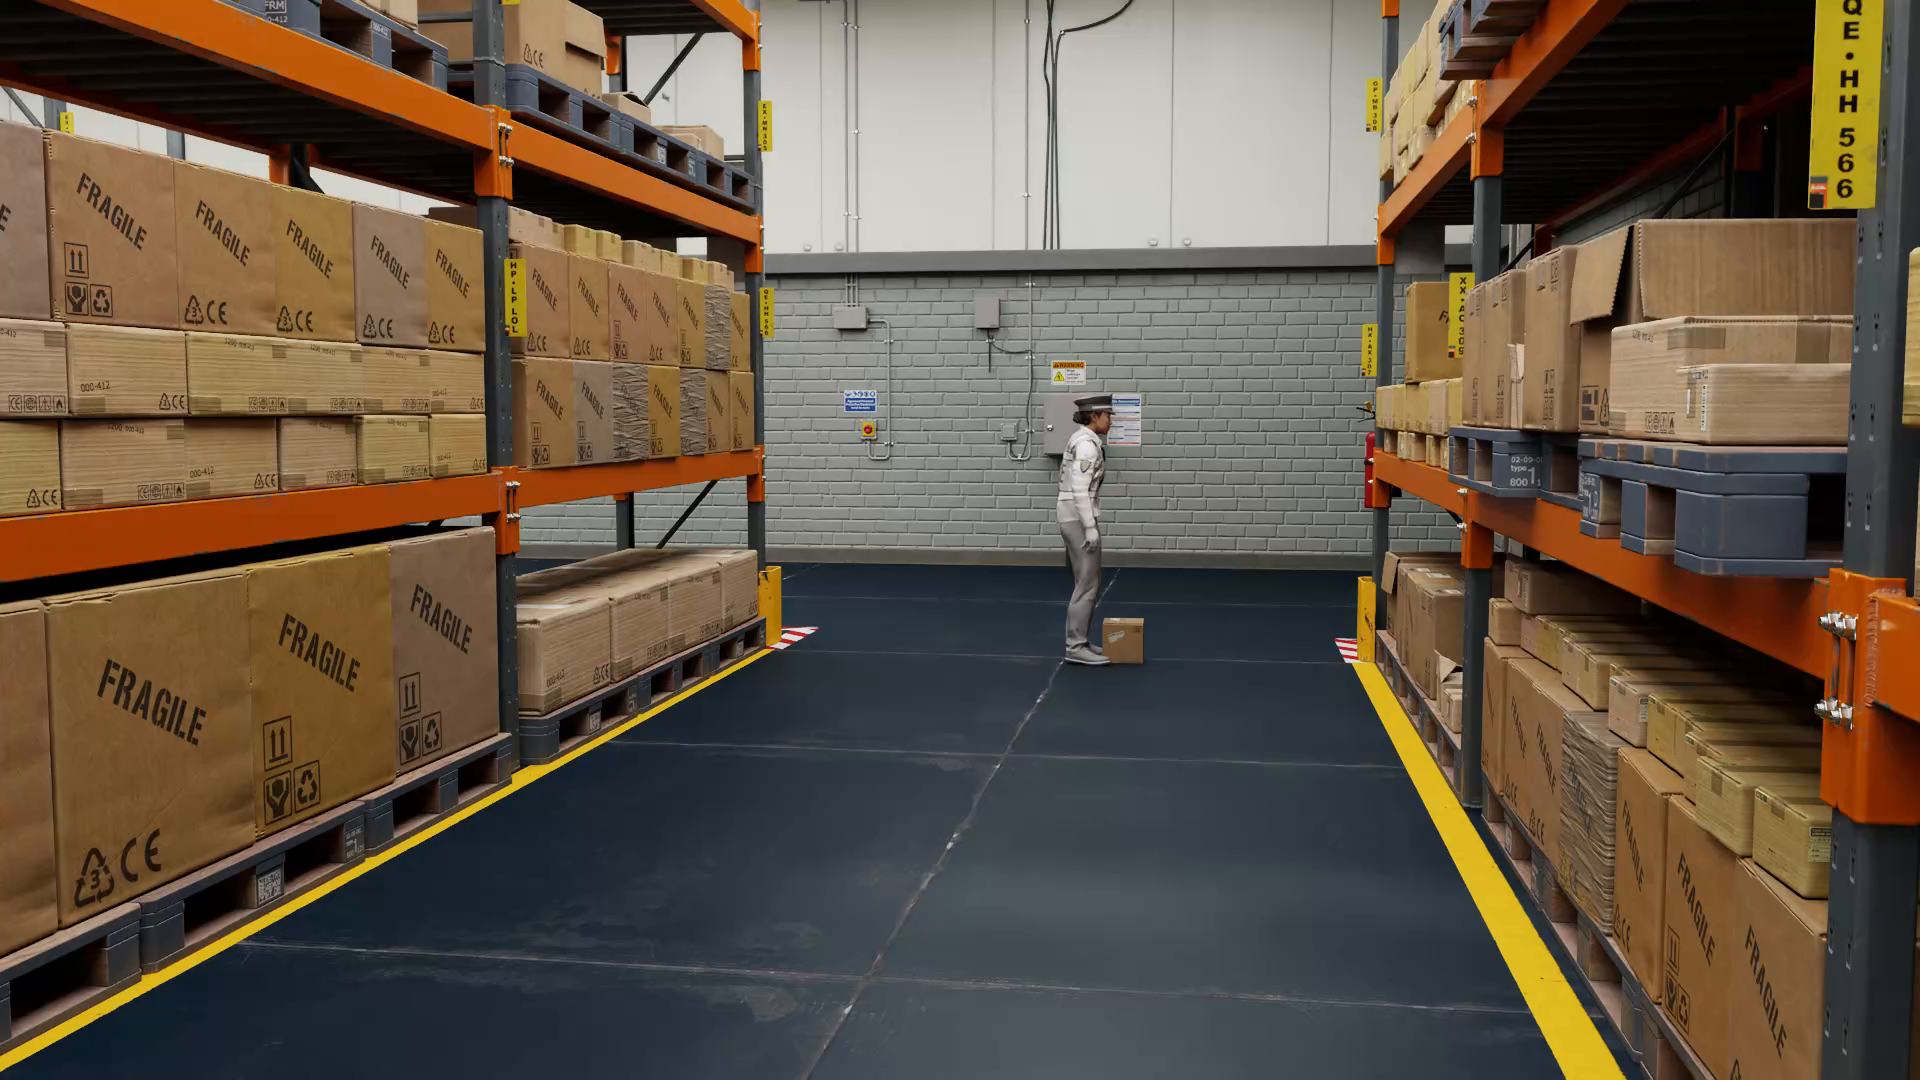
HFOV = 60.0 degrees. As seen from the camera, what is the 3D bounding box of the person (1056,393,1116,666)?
[{"bbox_3d":[0.782,-0.080,10.362,0.371,1.666,0.547,0,5,5],"label":"person"}]
